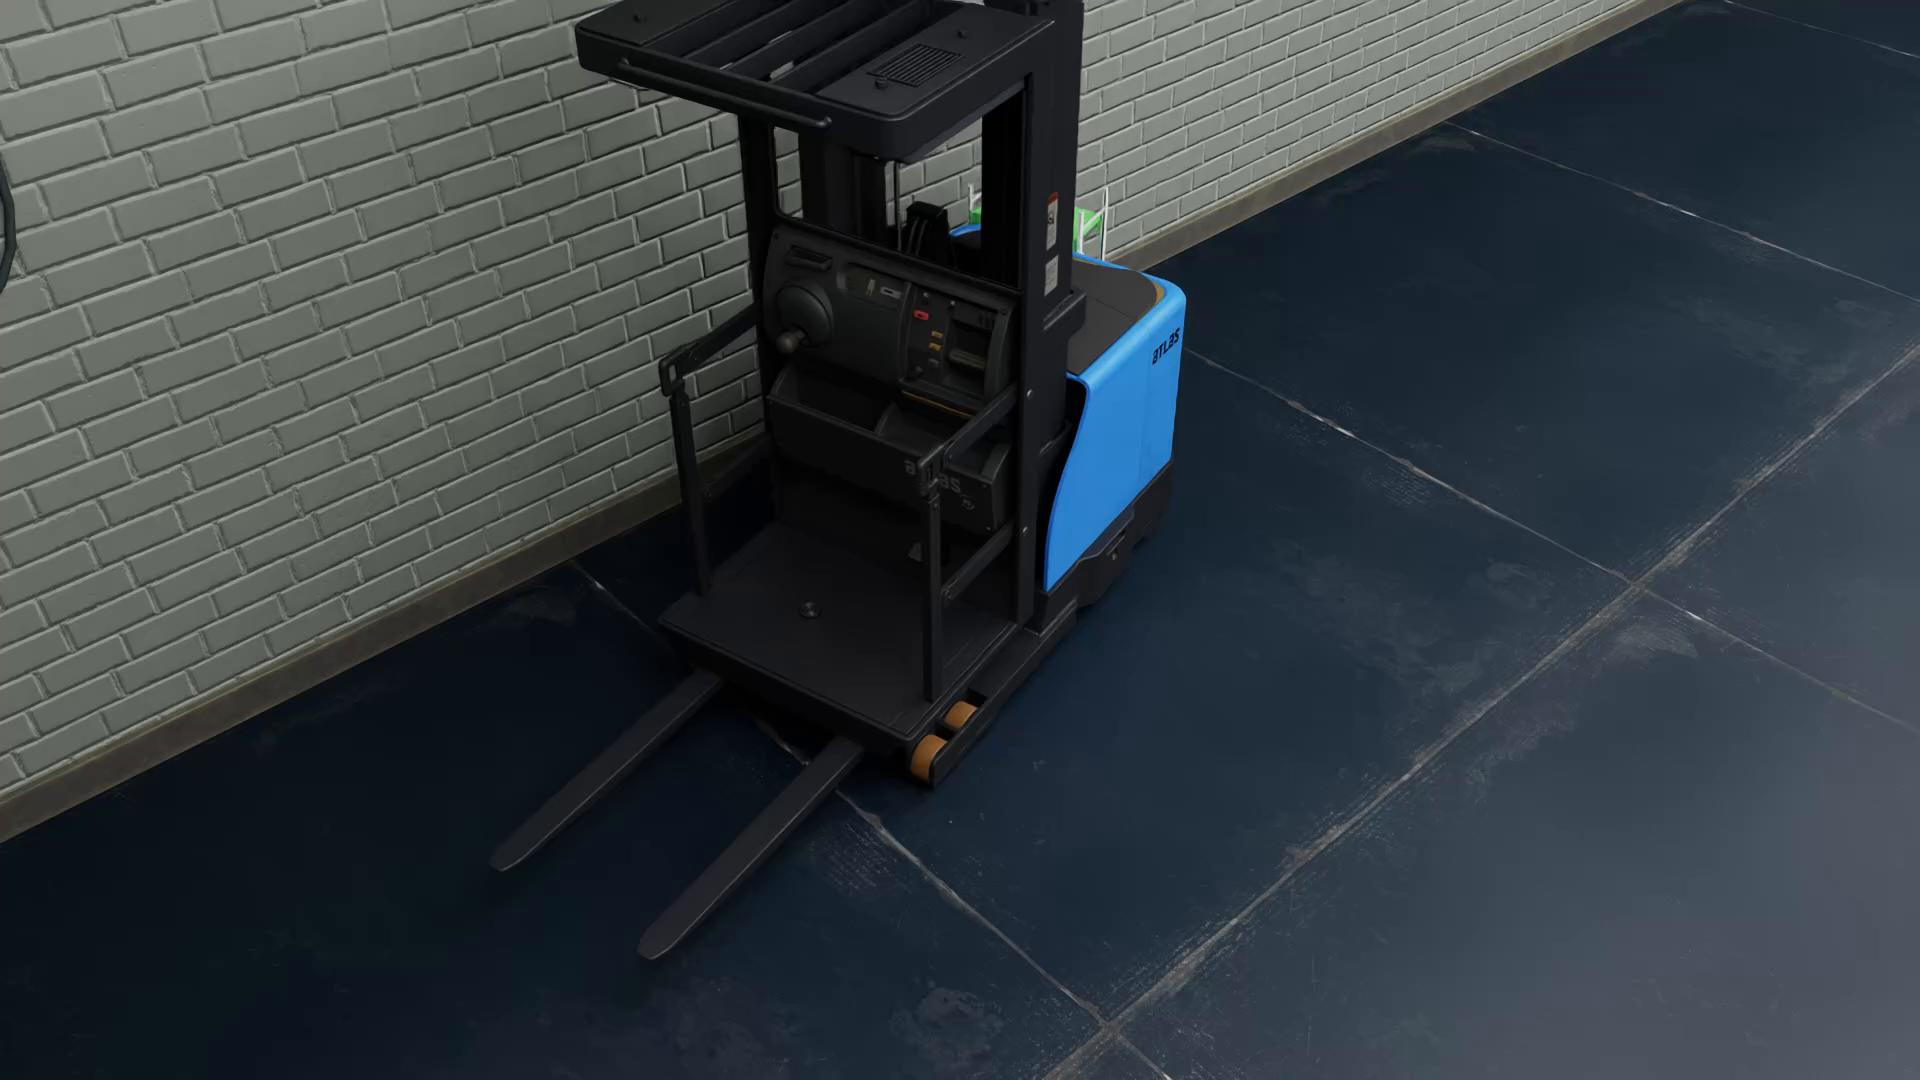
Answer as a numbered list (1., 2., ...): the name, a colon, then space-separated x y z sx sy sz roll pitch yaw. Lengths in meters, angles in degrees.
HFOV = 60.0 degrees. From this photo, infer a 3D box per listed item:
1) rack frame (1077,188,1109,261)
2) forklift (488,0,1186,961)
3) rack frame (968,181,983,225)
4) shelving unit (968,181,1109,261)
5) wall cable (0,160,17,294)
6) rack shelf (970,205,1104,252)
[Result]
1. rack frame: 0.521 -0.858 6.857 0.015 1.200 0.240 20 43 23
2. forklift: -0.361 -0.646 5.217 1.130 2.935 3.031 22 44 25
3. rack frame: 0.099 -1.011 7.047 0.015 1.200 0.240 20 43 23
4. shelving unit: 0.310 -0.934 6.952 0.503 1.200 0.258 20 43 23
5. wall cable: -3.739 -0.951 3.237 3.097 2.526 0.112 -30 48 -32
6. rack shelf: 0.310 -1.258 6.691 0.480 0.148 0.258 20 43 23
